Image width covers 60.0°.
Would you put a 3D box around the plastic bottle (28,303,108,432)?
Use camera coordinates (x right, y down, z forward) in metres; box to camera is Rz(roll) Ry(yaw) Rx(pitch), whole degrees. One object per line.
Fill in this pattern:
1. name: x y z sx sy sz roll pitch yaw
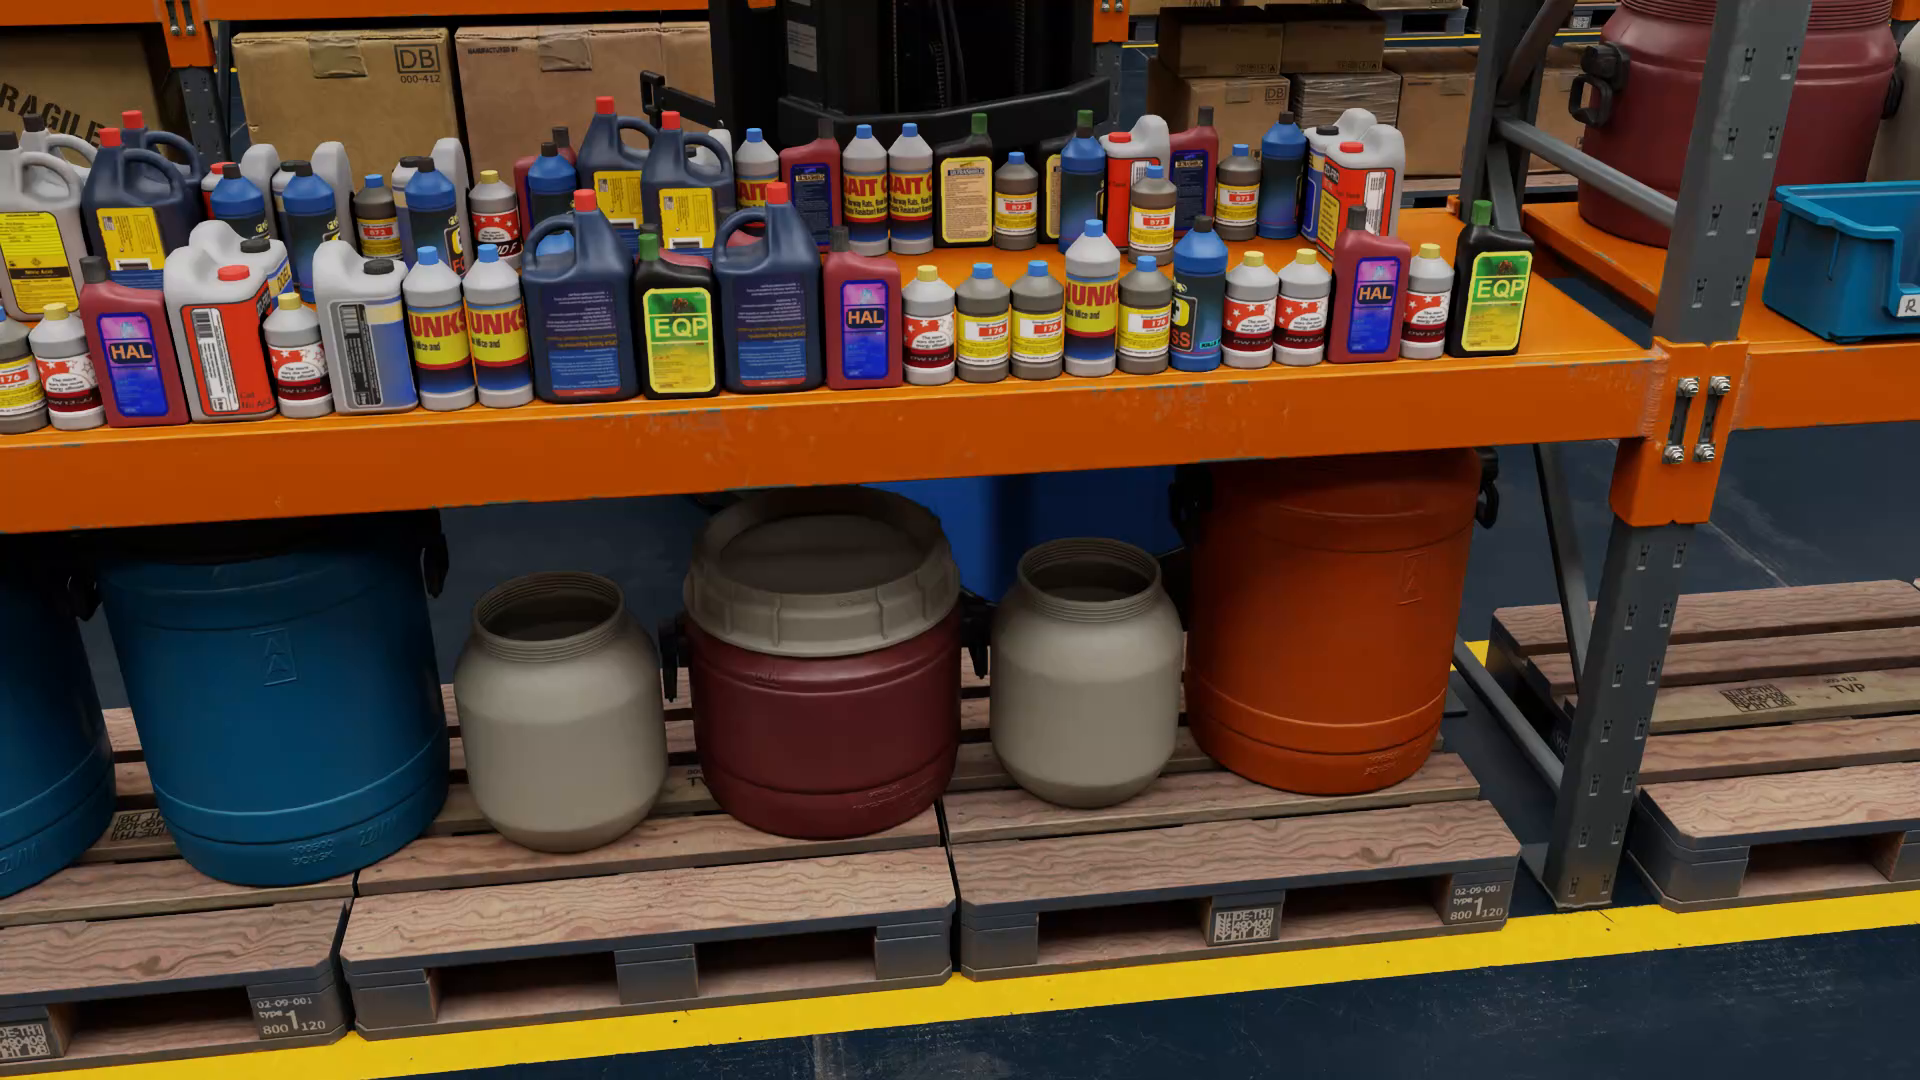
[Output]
1. plastic bottle: -1.471 -0.290 2.748 0.097 0.201 0.097 0 27 0

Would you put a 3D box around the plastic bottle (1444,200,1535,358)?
1. plastic bottle: 0.963 -0.475 3.018 0.133 0.283 0.061 -4 27 -7

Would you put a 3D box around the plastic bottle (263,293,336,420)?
1. plastic bottle: -1.109 -0.314 2.793 0.097 0.201 0.097 0 27 0

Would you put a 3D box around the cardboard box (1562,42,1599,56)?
1. cardboard box: 3.490 -2.271 8.647 0.500 0.500 0.700 -4 27 -7

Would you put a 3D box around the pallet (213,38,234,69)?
1. pallet: -5.808 -3.600 12.035 1.213 0.211 1.003 -4 27 -7

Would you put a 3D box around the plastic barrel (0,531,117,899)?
1. plastic barrel: -2.115 0.229 3.357 0.708 0.901 0.600 -4 27 -7

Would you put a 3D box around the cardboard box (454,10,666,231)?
1. cardboard box: -1.831 -2.079 7.883 0.875 0.875 1.225 -5 28 -9

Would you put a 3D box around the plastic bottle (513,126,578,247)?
1. plastic bottle: -0.864 -0.724 3.504 0.133 0.283 0.061 -4 27 -7

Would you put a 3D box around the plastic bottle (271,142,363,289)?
1. plastic bottle: -1.317 -0.671 3.408 0.135 0.276 0.152 -4 27 -7

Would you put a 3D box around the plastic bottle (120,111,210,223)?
1. plastic bottle: -1.609 -0.687 3.358 0.185 0.351 0.144 -4 27 -7

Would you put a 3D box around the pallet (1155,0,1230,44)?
1. pallet: 2.020 -4.085 12.979 1.213 0.211 1.003 -4 27 -7

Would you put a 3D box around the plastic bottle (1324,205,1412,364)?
1. plastic bottle: 0.735 -0.460 2.989 0.133 0.283 0.061 -4 27 -7

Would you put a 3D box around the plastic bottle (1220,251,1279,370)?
1. plastic bottle: 0.522 -0.418 2.997 0.097 0.201 0.097 0 27 0

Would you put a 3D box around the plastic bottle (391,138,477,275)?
1. plastic bottle: -1.087 -0.686 3.436 0.135 0.276 0.152 -4 27 -7

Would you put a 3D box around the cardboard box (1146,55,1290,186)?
1. cardboard box: 1.275 -2.120 8.352 0.500 0.500 0.700 -5 28 -10

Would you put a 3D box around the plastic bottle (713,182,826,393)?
1. plastic bottle: -0.332 -0.441 2.878 0.185 0.351 0.144 -4 27 -7

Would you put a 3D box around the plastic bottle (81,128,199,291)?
1. plastic bottle: -1.589 -0.622 3.231 0.185 0.351 0.144 -4 27 -7

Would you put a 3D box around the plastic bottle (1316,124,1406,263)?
1. plastic bottle: 0.852 -0.740 3.542 0.135 0.276 0.152 -4 27 -7

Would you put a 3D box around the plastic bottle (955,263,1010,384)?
1. plastic bottle: 0.040 -0.388 2.937 0.097 0.201 0.097 0 27 0

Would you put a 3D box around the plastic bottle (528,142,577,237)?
1. plastic bottle: -0.836 -0.684 3.439 0.097 0.271 0.097 0 27 0

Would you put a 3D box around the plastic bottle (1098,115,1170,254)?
1. plastic bottle: 0.373 -0.779 3.619 0.135 0.276 0.152 -4 27 -7

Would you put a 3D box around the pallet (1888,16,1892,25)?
1. pallet: 7.165 -4.415 13.623 1.213 0.211 1.003 -4 27 -7

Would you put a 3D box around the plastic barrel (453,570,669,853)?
1. plastic barrel: -0.843 0.362 3.525 0.421 0.512 0.421 0 27 0

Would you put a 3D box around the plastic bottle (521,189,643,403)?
1. plastic bottle: -0.647 -0.421 2.838 0.185 0.351 0.144 -4 27 -7

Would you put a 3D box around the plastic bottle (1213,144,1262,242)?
1. plastic bottle: 0.616 -0.774 3.691 0.097 0.201 0.097 0 27 0

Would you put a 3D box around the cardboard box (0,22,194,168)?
1. cardboard box: -4.011 -1.966 7.663 0.875 0.875 0.875 -4 27 -7

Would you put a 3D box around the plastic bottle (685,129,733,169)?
1. plastic bottle: -0.542 -0.721 3.505 0.135 0.276 0.152 -4 27 -7

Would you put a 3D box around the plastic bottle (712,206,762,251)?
1. plastic bottle: -0.372 -0.456 2.980 0.133 0.283 0.061 -4 27 -7

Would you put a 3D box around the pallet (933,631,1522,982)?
1. pallet: 0.530 0.564 3.919 1.213 0.211 1.003 -4 27 -7

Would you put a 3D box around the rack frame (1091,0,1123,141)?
1. rack frame: 0.614 -2.984 7.781 0.127 3.000 1.000 -4 27 -7

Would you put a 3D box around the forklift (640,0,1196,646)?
1. forklift: -0.371 -1.534 5.029 1.130 2.935 3.031 -19 33 -32

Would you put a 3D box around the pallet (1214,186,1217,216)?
1. pallet: 1.389 -1.793 8.513 1.213 0.211 1.003 -4 27 -7

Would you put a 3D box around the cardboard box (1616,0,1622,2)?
1. cardboard box: 5.509 -4.796 13.180 0.875 0.875 0.875 -3 27 -7

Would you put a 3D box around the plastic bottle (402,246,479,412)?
1. plastic bottle: -0.880 -0.360 2.806 0.097 0.271 0.097 0 27 0

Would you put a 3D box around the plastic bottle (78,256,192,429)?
1. plastic bottle: -1.354 -0.326 2.727 0.133 0.283 0.061 -4 27 -7

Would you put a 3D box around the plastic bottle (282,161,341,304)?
1. plastic bottle: -1.281 -0.614 3.301 0.097 0.271 0.097 0 27 0

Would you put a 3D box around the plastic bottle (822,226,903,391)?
1. plastic bottle: -0.168 -0.402 2.876 0.133 0.283 0.061 -4 27 -7

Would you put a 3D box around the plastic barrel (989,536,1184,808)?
1. plastic barrel: 0.276 0.290 3.665 0.421 0.512 0.421 0 27 0

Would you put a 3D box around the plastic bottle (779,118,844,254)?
1. plastic bottle: -0.320 -0.759 3.572 0.133 0.283 0.061 -4 27 -7

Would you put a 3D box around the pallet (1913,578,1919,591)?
1. pallet: 3.283 0.387 4.264 1.213 0.211 1.003 -4 27 -7

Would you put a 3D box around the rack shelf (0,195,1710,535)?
1. rack shelf: -0.676 -0.298 3.333 4.000 0.370 1.077 -4 27 -7

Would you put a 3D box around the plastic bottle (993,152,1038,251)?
1. plastic bottle: 0.122 -0.743 3.629 0.097 0.201 0.097 0 27 0

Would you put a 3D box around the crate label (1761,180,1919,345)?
1. crate label: 1.774 -0.528 3.177 0.416 0.233 0.303 -4 27 -7

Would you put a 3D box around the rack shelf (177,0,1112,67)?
1. rack shelf: -1.366 -2.537 7.697 4.000 0.370 1.077 -4 27 -7

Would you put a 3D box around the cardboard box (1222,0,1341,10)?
1. cardboard box: 2.427 -4.534 12.804 0.750 0.750 1.050 -4 27 -7

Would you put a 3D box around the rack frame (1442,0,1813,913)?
1. rack frame: 1.305 -0.745 3.417 0.127 3.000 1.000 -4 27 -7

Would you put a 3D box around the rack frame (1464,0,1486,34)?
1. rack frame: 3.985 -5.488 12.659 0.127 3.000 1.000 -4 27 -7

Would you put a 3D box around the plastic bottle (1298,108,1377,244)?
1. plastic bottle: 0.831 -0.809 3.676 0.135 0.276 0.152 -4 27 -7

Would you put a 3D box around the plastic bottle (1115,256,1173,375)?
1. plastic bottle: 0.329 -0.406 2.973 0.097 0.201 0.097 0 27 0

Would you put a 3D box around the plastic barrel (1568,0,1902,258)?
1. plastic barrel: 1.722 -0.972 3.710 0.708 0.536 0.600 -4 27 -7

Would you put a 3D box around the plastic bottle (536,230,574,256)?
1. plastic bottle: -0.707 -0.437 2.957 0.097 0.271 0.097 0 27 0

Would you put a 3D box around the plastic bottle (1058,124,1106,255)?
1. plastic bottle: 0.263 -0.755 3.576 0.097 0.271 0.097 0 27 0

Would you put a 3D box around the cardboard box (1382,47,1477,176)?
1. cardboard box: 2.383 -2.200 8.508 0.500 0.500 0.700 -1 27 -3

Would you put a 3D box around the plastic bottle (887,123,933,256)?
1. plastic bottle: -0.106 -0.759 3.585 0.097 0.271 0.097 0 27 0

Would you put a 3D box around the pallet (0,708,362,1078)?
1. pallet: -1.887 0.719 3.617 1.213 0.211 1.003 -4 27 -7

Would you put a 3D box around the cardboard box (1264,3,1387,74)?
1. cardboard box: 1.798 -2.496 8.264 0.500 0.250 0.500 -1 27 -1
